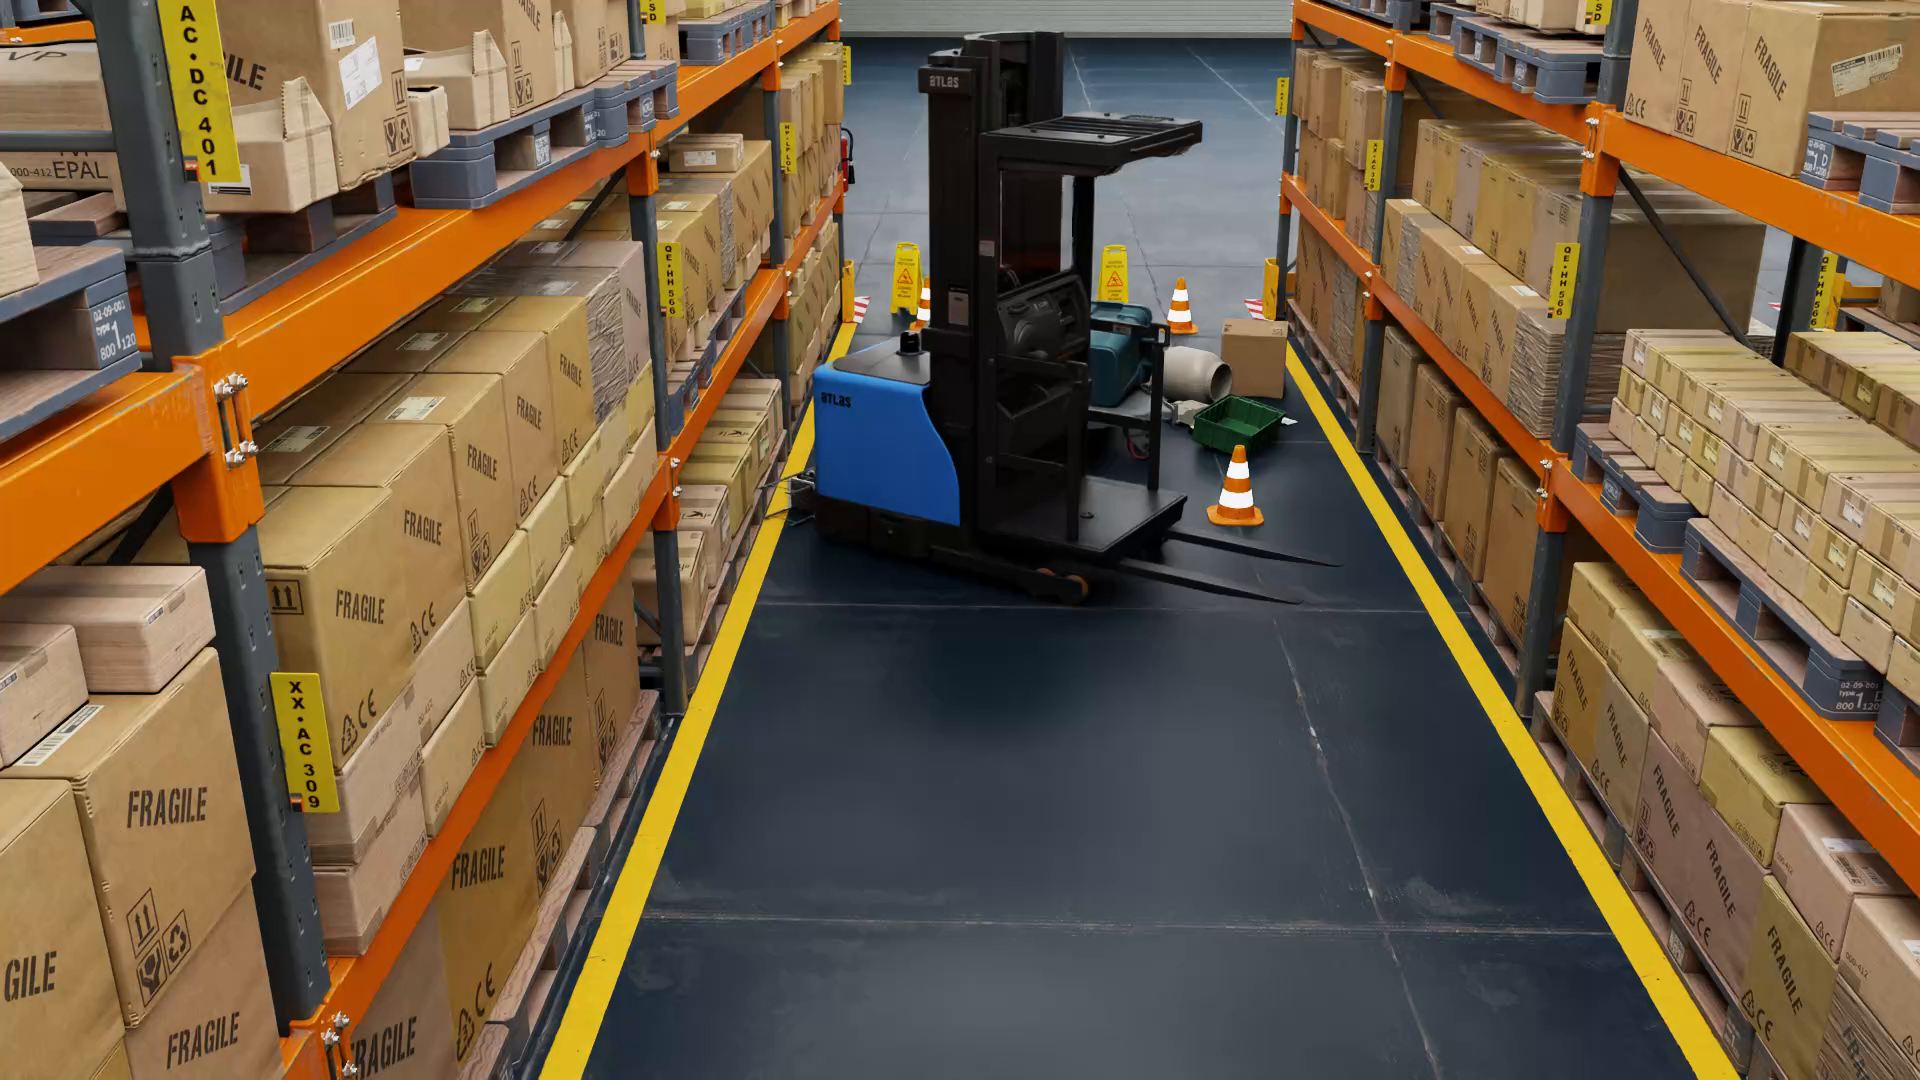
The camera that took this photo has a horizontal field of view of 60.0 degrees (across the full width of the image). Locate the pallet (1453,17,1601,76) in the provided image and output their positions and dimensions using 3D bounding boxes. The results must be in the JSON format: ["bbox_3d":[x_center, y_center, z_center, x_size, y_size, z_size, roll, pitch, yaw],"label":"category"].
[{"bbox_3d":[3.146,-2.515,8.479,1.003,0.211,1.213,2,21,4],"label":"pallet"}]

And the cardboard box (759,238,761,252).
[{"bbox_3d":[-1.446,-1.826,10.354,0.380,0.149,0.250,0,21,0],"label":"cardboard box"}]

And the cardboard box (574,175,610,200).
[{"bbox_3d":[-2.035,-1.863,8.657,0.380,0.149,0.250,0,21,-1],"label":"cardboard box"}]

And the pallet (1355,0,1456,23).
[{"bbox_3d":[3.305,-3.666,11.307,1.003,0.211,1.213,1,21,2],"label":"pallet"}]

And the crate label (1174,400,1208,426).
[{"bbox_3d":[1.689,-0.938,12.258,0.298,0.136,0.250,-16,26,-35],"label":"crate label"}]

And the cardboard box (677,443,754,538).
[{"bbox_3d":[-1.732,-0.301,9.710,0.950,0.372,0.625,1,21,3],"label":"cardboard box"}]

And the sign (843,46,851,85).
[{"bbox_3d":[-1.005,-4.151,14.544,0.100,0.325,0.005,1,21,2],"label":"sign"}]

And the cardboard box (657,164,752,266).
[{"bbox_3d":[-1.501,-1.877,9.590,0.500,0.500,0.500,1,21,3],"label":"cardboard box"}]

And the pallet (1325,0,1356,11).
[{"bbox_3d":[3.345,-4.106,12.441,1.003,0.211,1.213,1,21,2],"label":"pallet"}]

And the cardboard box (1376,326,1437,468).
[{"bbox_3d":[3.341,-0.935,10.821,1.050,0.750,0.750,1,21,1],"label":"cardboard box"}]

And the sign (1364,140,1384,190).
[{"bbox_3d":[2.715,-2.459,10.915,0.100,0.325,0.005,1,21,2],"label":"sign"}]

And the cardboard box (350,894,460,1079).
[{"bbox_3d":[-1.985,1.431,4.551,0.875,0.875,0.875,1,21,3],"label":"cardboard box"}]

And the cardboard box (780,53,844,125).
[{"bbox_3d":[-1.292,-3.573,13.160,0.700,0.500,0.500,0,21,1],"label":"cardboard box"}]

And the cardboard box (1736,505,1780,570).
[{"bbox_3d":[2.895,-0.007,5.667,0.380,0.149,0.250,1,21,2],"label":"cardboard box"}]

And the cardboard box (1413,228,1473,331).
[{"bbox_3d":[2.953,-1.509,9.634,0.500,0.500,0.500,1,21,1],"label":"cardboard box"}]

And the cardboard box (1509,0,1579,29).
[{"bbox_3d":[2.880,-2.548,7.706,0.500,0.311,0.500,1,21,2],"label":"cardboard box"}]

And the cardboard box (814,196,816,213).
[{"bbox_3d":[-1.322,-2.578,12.875,0.380,0.149,0.250,1,21,1],"label":"cardboard box"}]

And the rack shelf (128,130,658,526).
[{"bbox_3d":[-1.863,-0.925,5.114,1.077,0.370,4.000,1,21,2],"label":"rack shelf"}]

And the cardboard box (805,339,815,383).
[{"bbox_3d":[-1.388,-1.349,12.579,0.500,0.250,0.500,2,21,5],"label":"cardboard box"}]

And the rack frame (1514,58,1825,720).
[{"bbox_3d":[3.148,-0.567,7.344,1.000,3.000,0.127,1,21,2],"label":"rack frame"}]

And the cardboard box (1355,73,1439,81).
[{"bbox_3d":[3.370,-3.114,12.207,0.875,0.550,0.550,1,21,2],"label":"cardboard box"}]

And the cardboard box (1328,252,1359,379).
[{"bbox_3d":[3.383,-1.771,12.804,0.875,0.875,0.875,1,21,2],"label":"cardboard box"}]

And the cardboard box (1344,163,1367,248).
[{"bbox_3d":[3.264,-2.416,11.901,0.875,0.550,0.550,1,21,2],"label":"cardboard box"}]

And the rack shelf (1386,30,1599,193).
[{"bbox_3d":[3.209,-2.353,8.795,1.077,0.370,4.000,1,21,2],"label":"rack shelf"}]

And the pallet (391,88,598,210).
[{"bbox_3d":[-1.800,-1.258,5.238,1.003,0.211,1.213,2,21,4],"label":"pallet"}]

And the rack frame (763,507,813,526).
[{"bbox_3d":[-0.866,-0.238,10.611,0.240,0.006,0.900,15,25,33],"label":"rack frame"}]

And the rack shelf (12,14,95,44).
[{"bbox_3d":[-6.581,-3.871,12.706,1.077,0.370,4.000,1,21,2],"label":"rack shelf"}]

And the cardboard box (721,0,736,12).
[{"bbox_3d":[-1.574,-3.160,9.506,0.500,0.250,0.500,1,21,2],"label":"cardboard box"}]

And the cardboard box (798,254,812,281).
[{"bbox_3d":[-1.315,-2.038,12.422,0.380,0.149,0.250,1,21,4],"label":"cardboard box"}]

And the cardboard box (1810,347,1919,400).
[{"bbox_3d":[3.582,-0.650,6.502,0.380,0.149,0.250,0,21,1],"label":"cardboard box"}]

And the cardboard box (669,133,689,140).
[{"bbox_3d":[-1.896,-2.754,12.430,0.500,0.500,0.500,1,21,3],"label":"cardboard box"}]

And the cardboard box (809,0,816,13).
[{"bbox_3d":[-1.292,-4.071,12.575,0.380,0.149,0.250,0,21,1],"label":"cardboard box"}]

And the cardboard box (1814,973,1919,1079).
[{"bbox_3d":[2.798,1.578,4.689,0.500,0.500,0.500,0,21,1],"label":"cardboard box"}]

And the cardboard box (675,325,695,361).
[{"bbox_3d":[-1.510,-0.979,8.173,0.380,0.149,0.250,-1,21,-2],"label":"cardboard box"}]

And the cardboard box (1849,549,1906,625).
[{"bbox_3d":[2.872,0.138,4.883,0.380,0.149,0.250,0,21,-1],"label":"cardboard box"}]

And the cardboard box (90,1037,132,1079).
[{"bbox_3d":[-1.693,1.171,2.726,0.500,0.500,0.500,0,21,0],"label":"cardboard box"}]

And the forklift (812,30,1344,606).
[{"bbox_3d":[0.646,-1.225,9.135,3.031,2.935,1.130,13,25,30],"label":"forklift"}]

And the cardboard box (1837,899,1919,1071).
[{"bbox_3d":[2.797,1.227,4.558,0.500,0.250,0.500,0,21,0],"label":"cardboard box"}]

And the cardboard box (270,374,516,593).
[{"bbox_3d":[-1.618,-0.173,4.808,0.500,0.500,0.500,0,21,0],"label":"cardboard box"}]

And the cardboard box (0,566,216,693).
[{"bbox_3d":[-1.615,0.161,3.050,0.380,0.149,0.250,0,21,1],"label":"cardboard box"}]

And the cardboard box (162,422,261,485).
[{"bbox_3d":[-2.153,-0.003,4.370,0.500,0.500,0.500,1,21,3],"label":"cardboard box"}]

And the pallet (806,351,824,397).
[{"bbox_3d":[-1.661,-1.417,13.389,1.003,0.211,1.213,1,21,2],"label":"pallet"}]

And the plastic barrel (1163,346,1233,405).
[{"bbox_3d":[1.771,-1.239,12.638,0.512,0.421,0.421,18,27,38],"label":"plastic barrel"}]

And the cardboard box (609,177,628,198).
[{"bbox_3d":[-2.030,-1.700,9.135,0.500,0.500,0.500,0,21,-1],"label":"cardboard box"}]

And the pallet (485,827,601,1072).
[{"bbox_3d":[-1.942,1.439,6.028,1.003,0.211,1.213,1,21,2],"label":"pallet"}]

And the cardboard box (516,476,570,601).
[{"bbox_3d":[-1.586,-0.012,5.429,0.500,0.250,0.500,0,21,0],"label":"cardboard box"}]

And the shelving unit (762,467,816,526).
[{"bbox_3d":[-0.865,-0.333,10.575,0.258,0.210,0.900,15,25,33],"label":"shelving unit"}]

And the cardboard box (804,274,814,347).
[{"bbox_3d":[-1.388,-1.699,12.445,0.500,0.500,0.500,1,21,4],"label":"cardboard box"}]

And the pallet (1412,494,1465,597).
[{"bbox_3d":[3.288,0.009,9.715,1.003,0.211,1.213,1,21,2],"label":"pallet"}]

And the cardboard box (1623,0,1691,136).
[{"bbox_3d":[2.865,-1.809,6.259,0.500,0.500,0.500,1,21,2],"label":"cardboard box"}]

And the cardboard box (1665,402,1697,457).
[{"bbox_3d":[2.922,-0.417,6.313,0.380,0.149,0.250,0,21,0],"label":"cardboard box"}]

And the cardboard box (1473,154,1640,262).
[{"bbox_3d":[3.215,-1.795,8.989,0.700,0.500,0.500,0,21,1],"label":"cardboard box"}]

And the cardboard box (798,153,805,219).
[{"bbox_3d":[-1.397,-2.554,11.916,0.500,0.500,0.500,1,21,1],"label":"cardboard box"}]

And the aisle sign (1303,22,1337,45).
[{"bbox_3d":[3.094,-4.701,14.403,0.394,0.787,0.004,1,21,2],"label":"aisle sign"}]

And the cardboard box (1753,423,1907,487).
[{"bbox_3d":[2.902,-0.283,5.556,0.380,0.149,0.250,1,21,3],"label":"cardboard box"}]

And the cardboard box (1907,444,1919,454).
[{"bbox_3d":[3.559,-0.229,5.827,0.380,0.149,0.250,0,21,1],"label":"cardboard box"}]

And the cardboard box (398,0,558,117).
[{"bbox_3d":[-1.566,-1.585,5.103,0.500,0.500,0.500,1,21,2],"label":"cardboard box"}]

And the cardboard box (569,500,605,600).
[{"bbox_3d":[-1.589,0.037,5.993,0.500,0.250,0.500,0,21,1],"label":"cardboard box"}]
